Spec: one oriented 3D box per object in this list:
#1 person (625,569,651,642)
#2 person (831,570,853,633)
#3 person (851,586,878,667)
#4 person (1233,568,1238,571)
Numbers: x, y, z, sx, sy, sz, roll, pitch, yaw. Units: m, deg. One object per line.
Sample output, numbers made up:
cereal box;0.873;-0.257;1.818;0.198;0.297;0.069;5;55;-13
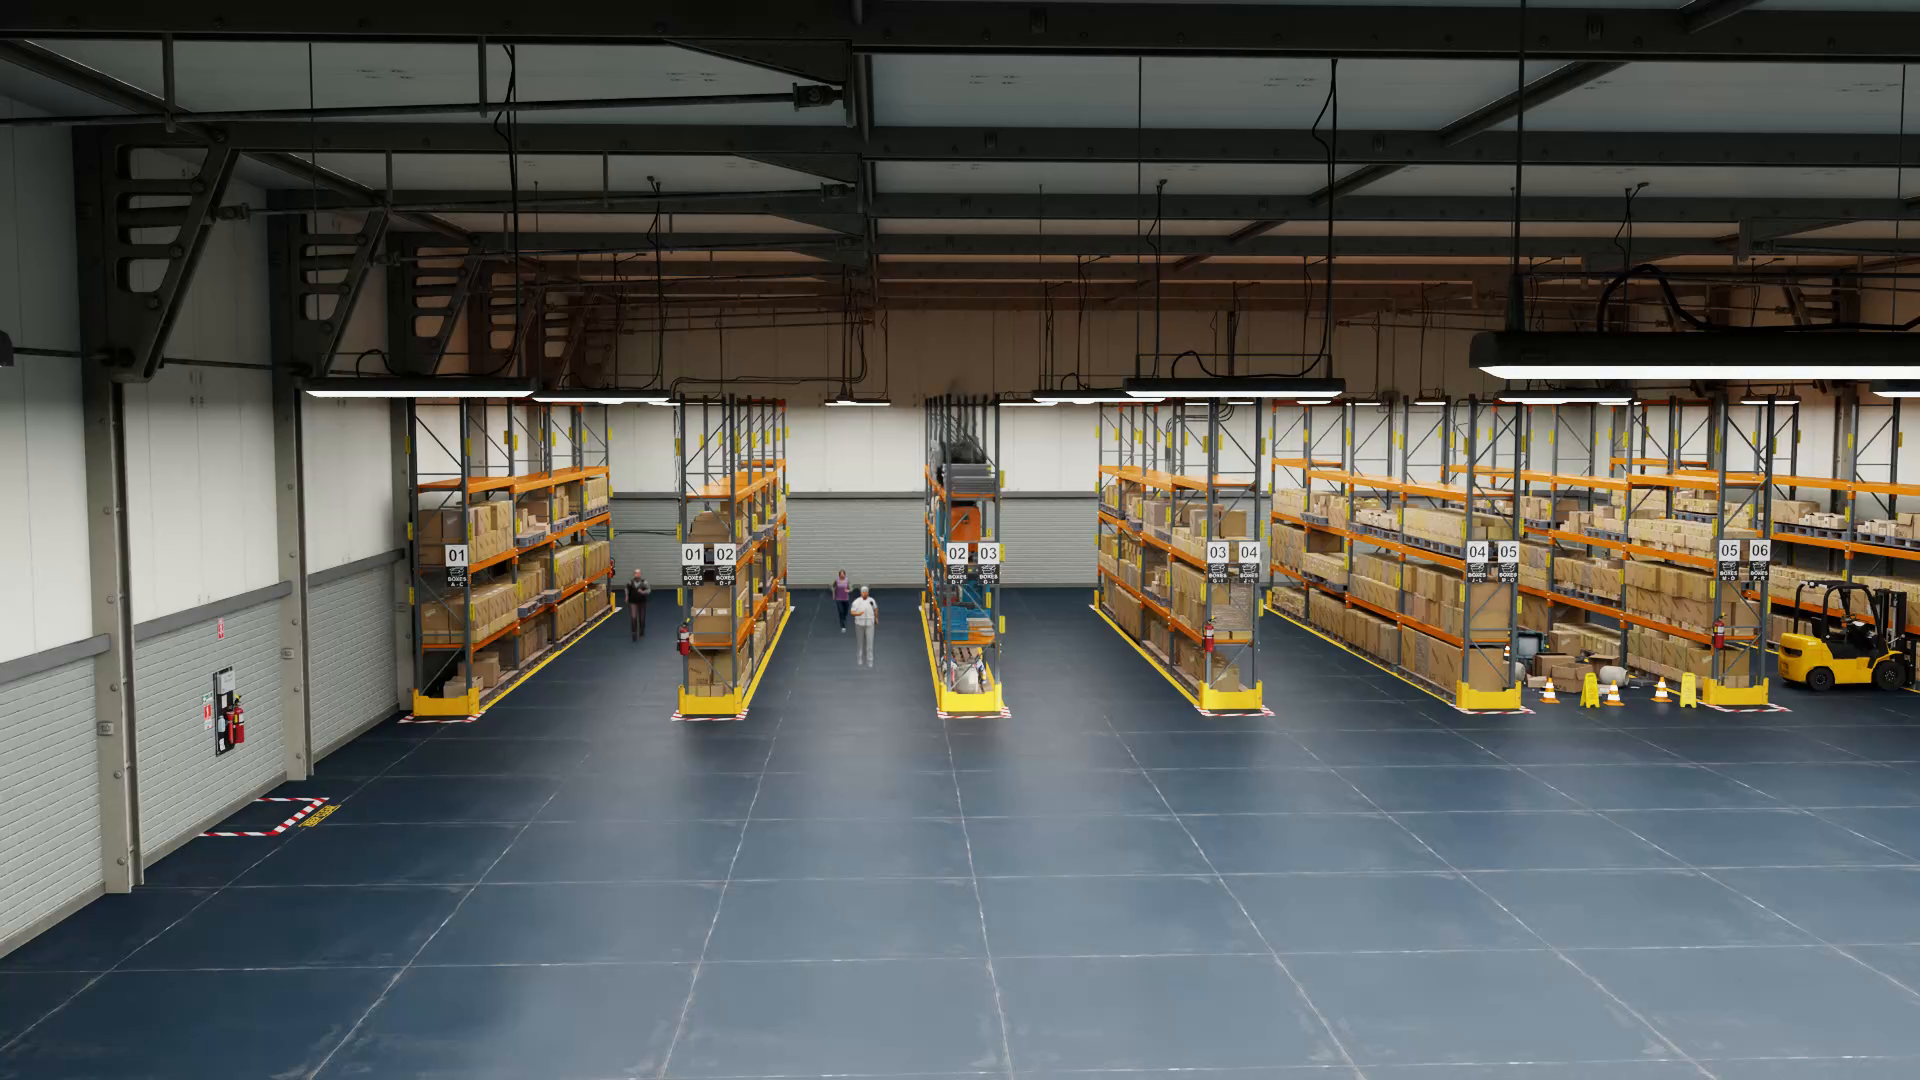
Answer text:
person;-7.971;1.589;41.150;0.649;1.730;0.938;-1;5;-9
person;-3.017;1.544;42.639;0.536;1.583;0.856;-1;5;-10
person;-2.005;1.831;35.116;0.607;1.709;0.862;-1;5;-9
person;7.646;1.207;47.879;0.676;1.491;0.627;2;5;25
